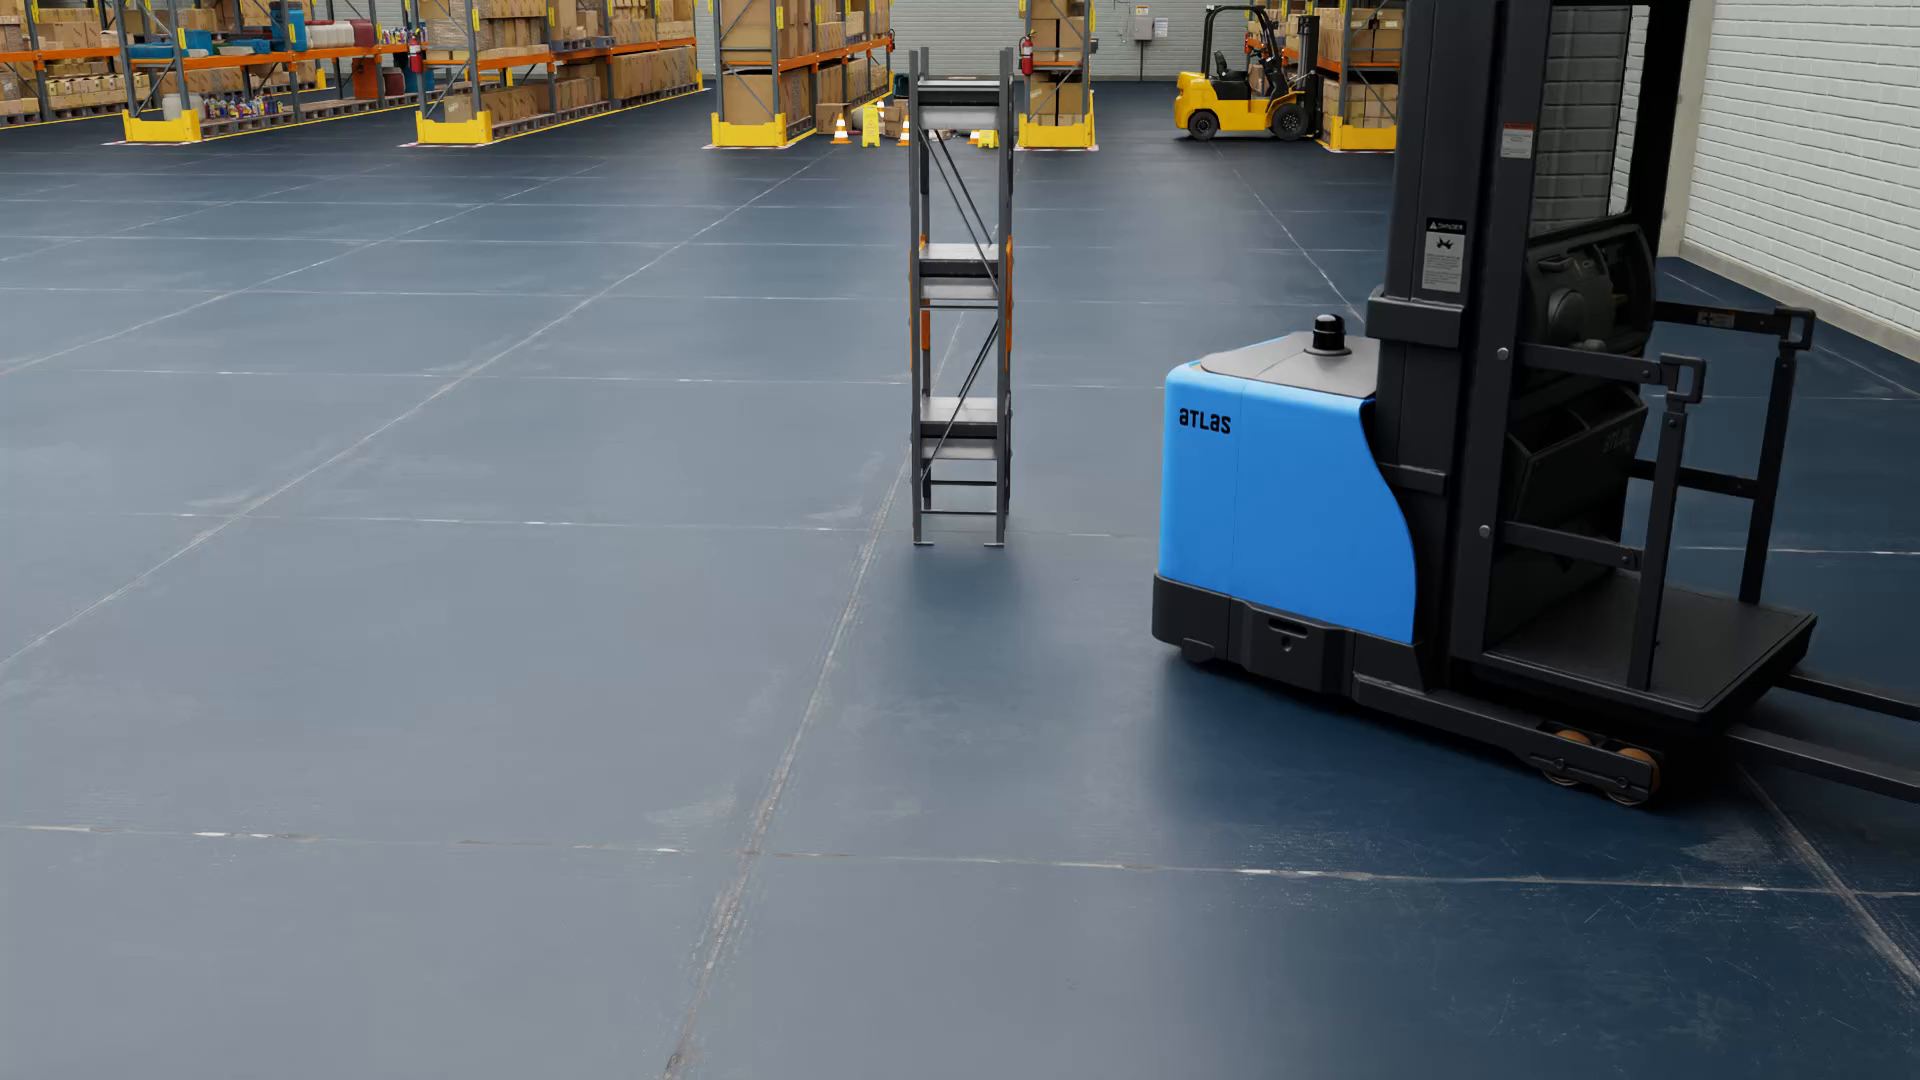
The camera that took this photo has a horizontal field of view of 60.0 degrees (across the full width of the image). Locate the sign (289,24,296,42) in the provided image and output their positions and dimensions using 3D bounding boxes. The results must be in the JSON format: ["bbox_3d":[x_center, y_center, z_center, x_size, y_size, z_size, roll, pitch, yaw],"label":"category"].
[{"bbox_3d":[-12.456,-9.454,31.014,0.100,0.325,0.005,1,18,4],"label":"sign"}]

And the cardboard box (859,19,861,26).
[{"bbox_3d":[-2.420,-11.505,36.969,0.380,0.149,0.250,2,18,6],"label":"cardboard box"}]

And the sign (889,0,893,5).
[{"bbox_3d":[-1.711,-13.495,41.422,0.100,0.325,0.005,1,18,4],"label":"sign"}]

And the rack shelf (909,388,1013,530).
[{"bbox_3d":[0.012,-0.371,7.475,0.431,0.518,0.480,1,18,4],"label":"rack shelf"}]

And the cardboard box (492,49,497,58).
[{"bbox_3d":[-8.025,-8.182,27.979,0.380,0.149,0.250,1,18,4],"label":"cardboard box"}]

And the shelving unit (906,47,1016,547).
[{"bbox_3d":[0.012,-1.049,7.253,0.431,2.100,0.503,1,18,4],"label":"shelving unit"}]

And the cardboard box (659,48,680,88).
[{"bbox_3d":[-7.298,-11.385,40.089,0.875,0.875,0.875,1,18,4],"label":"cardboard box"}]

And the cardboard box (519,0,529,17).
[{"bbox_3d":[-7.893,-9.435,29.157,0.500,0.500,0.500,1,18,4],"label":"cardboard box"}]

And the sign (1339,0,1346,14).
[{"bbox_3d":[5.945,-8.334,25.800,0.100,0.325,0.005,1,18,4],"label":"sign"}]

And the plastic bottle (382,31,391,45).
[{"bbox_3d":[-12.330,-10.793,35.743,0.152,0.276,0.135,1,18,4],"label":"plastic bottle"}]

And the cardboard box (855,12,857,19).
[{"bbox_3d":[-2.463,-11.483,36.423,0.380,0.149,0.250,1,18,2],"label":"cardboard box"}]

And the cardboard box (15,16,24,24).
[{"bbox_3d":[-17.750,-9.717,31.057,0.380,0.149,0.250,1,18,4],"label":"cardboard box"}]

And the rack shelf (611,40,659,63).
[{"bbox_3d":[-7.633,-10.749,36.567,1.077,0.370,4.000,1,18,4],"label":"rack shelf"}]

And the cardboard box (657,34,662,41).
[{"bbox_3d":[-7.137,-11.678,38.647,0.380,0.149,0.250,1,18,4],"label":"cardboard box"}]

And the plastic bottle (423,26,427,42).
[{"bbox_3d":[-12.170,-11.507,37.802,0.144,0.351,0.185,1,18,4],"label":"plastic bottle"}]

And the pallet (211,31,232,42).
[{"bbox_3d":[-17.537,-11.598,38.309,1.003,0.211,1.213,1,18,4],"label":"pallet"}]

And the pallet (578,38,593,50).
[{"bbox_3d":[-7.878,-9.763,32.710,1.003,0.211,1.213,1,18,4],"label":"pallet"}]

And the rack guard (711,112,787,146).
[{"bbox_3d":[-3.412,-6.648,26.909,1.175,0.500,0.348,1,18,4],"label":"rack guard"}]

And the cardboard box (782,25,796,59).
[{"bbox_3d":[-3.246,-8.373,27.919,0.875,0.550,0.550,1,18,4],"label":"cardboard box"}]

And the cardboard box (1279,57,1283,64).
[{"bbox_3d":[7.084,-10.656,36.946,0.380,0.149,0.250,0,18,1],"label":"cardboard box"}]

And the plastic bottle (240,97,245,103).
[{"bbox_3d":[-13.464,-8.162,31.189,0.097,0.271,0.097,0,18,0],"label":"plastic bottle"}]

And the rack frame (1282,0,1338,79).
[{"bbox_3d":[7.059,-10.139,33.549,1.000,3.000,0.127,1,18,4],"label":"rack frame"}]

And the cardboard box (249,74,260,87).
[{"bbox_3d":[-17.125,-10.992,39.762,0.500,0.311,0.500,1,18,4],"label":"cardboard box"}]

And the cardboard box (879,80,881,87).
[{"bbox_3d":[-2.115,-11.085,40.340,0.380,0.149,0.250,2,18,5],"label":"cardboard box"}]

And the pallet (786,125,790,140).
[{"bbox_3d":[-3.431,-6.768,27.740,1.003,0.211,1.213,1,18,4],"label":"pallet"}]

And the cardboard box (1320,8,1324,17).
[{"bbox_3d":[6.394,-9.061,28.580,0.380,0.149,0.250,2,18,5],"label":"cardboard box"}]

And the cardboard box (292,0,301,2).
[{"bbox_3d":[-16.877,-13.398,41.730,0.500,0.500,0.500,2,18,5],"label":"cardboard box"}]

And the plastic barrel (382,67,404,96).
[{"bbox_3d":[-12.618,-10.137,36.742,0.600,0.588,0.708,1,18,4],"label":"plastic barrel"}]

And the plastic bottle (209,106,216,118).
[{"bbox_3d":[-13.415,-7.679,29.829,0.097,0.201,0.097,0,18,0],"label":"plastic bottle"}]

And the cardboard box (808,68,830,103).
[{"bbox_3d":[-3.096,-8.711,32.128,1.050,0.750,0.750,1,18,4],"label":"cardboard box"}]

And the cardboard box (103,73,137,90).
[{"bbox_3d":[-17.480,-9.522,34.507,0.500,0.311,0.500,1,18,3],"label":"cardboard box"}]

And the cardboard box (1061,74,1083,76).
[{"bbox_3d":[2.046,-8.066,29.760,0.500,0.500,0.500,1,18,3],"label":"cardboard box"}]

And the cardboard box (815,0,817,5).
[{"bbox_3d":[-3.059,-9.923,31.122,0.700,0.500,0.500,1,18,3],"label":"cardboard box"}]

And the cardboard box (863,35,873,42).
[{"bbox_3d":[-2.203,-11.532,38.202,0.380,0.149,0.250,2,18,6],"label":"cardboard box"}]

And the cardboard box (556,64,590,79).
[{"bbox_3d":[-7.823,-9.474,33.623,0.500,0.250,0.500,3,18,10],"label":"cardboard box"}]

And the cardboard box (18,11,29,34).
[{"bbox_3d":[-22.094,-12.094,38.843,0.500,0.500,0.500,1,18,3],"label":"cardboard box"}]

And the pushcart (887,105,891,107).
[{"bbox_3d":[-0.457,-7.796,30.609,1.648,0.377,0.936,-5,19,-15],"label":"pushcart"}]

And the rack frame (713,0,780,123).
[{"bbox_3d":[-3.410,-7.843,26.543,1.000,3.000,0.127,1,18,4],"label":"rack frame"}]

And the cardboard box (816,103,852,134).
[{"bbox_3d":[-2.211,-7.394,29.182,0.500,0.500,0.500,4,19,13],"label":"cardboard box"}]

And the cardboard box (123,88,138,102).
[{"bbox_3d":[-17.485,-9.256,34.596,0.500,0.250,0.500,1,18,3],"label":"cardboard box"}]

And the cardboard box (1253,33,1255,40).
[{"bbox_3d":[7.193,-12.010,39.661,0.380,0.149,0.250,1,18,2],"label":"cardboard box"}]

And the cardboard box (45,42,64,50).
[{"bbox_3d":[-17.677,-9.601,32.311,0.380,0.149,0.250,1,18,4],"label":"cardboard box"}]

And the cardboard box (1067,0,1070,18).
[{"bbox_3d":[1.505,-9.061,28.016,0.700,0.500,0.500,1,18,4],"label":"cardboard box"}]

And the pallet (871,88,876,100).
[{"bbox_3d":[-2.537,-10.455,38.990,1.003,0.211,1.213,1,18,4],"label":"pallet"}]

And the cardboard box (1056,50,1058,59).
[{"bbox_3d":[1.442,-8.083,27.678,0.380,0.149,0.250,2,18,5],"label":"cardboard box"}]

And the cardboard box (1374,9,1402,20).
[{"bbox_3d":[6.723,-8.251,26.108,0.380,0.149,0.250,1,18,3],"label":"cardboard box"}]

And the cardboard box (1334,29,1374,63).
[{"bbox_3d":[6.259,-7.861,26.436,0.500,0.500,0.500,1,18,3],"label":"cardboard box"}]

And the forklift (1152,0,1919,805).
[{"bbox_3d":[2.140,-0.781,5.099,3.031,2.935,1.130,16,24,39],"label":"forklift"}]

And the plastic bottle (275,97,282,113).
[{"bbox_3d":[-12.709,-8.100,30.981,0.061,0.283,0.133,2,18,7],"label":"plastic bottle"}]

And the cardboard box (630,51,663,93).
[{"bbox_3d":[-7.516,-10.703,38.008,1.225,0.875,0.875,1,18,4],"label":"cardboard box"}]

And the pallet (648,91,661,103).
[{"bbox_3d":[-7.470,-10.146,38.048,1.003,0.211,1.213,1,18,4],"label":"pallet"}]

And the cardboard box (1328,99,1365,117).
[{"bbox_3d":[6.208,-6.943,26.734,0.500,0.250,0.500,1,18,3],"label":"cardboard box"}]

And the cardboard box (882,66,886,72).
[{"bbox_3d":[-2.016,-11.610,40.987,0.380,0.149,0.250,1,18,3],"label":"cardboard box"}]

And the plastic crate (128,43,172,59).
[{"bbox_3d":[-13.553,-8.188,27.832,0.499,0.251,0.616,1,18,4],"label":"plastic crate"}]
